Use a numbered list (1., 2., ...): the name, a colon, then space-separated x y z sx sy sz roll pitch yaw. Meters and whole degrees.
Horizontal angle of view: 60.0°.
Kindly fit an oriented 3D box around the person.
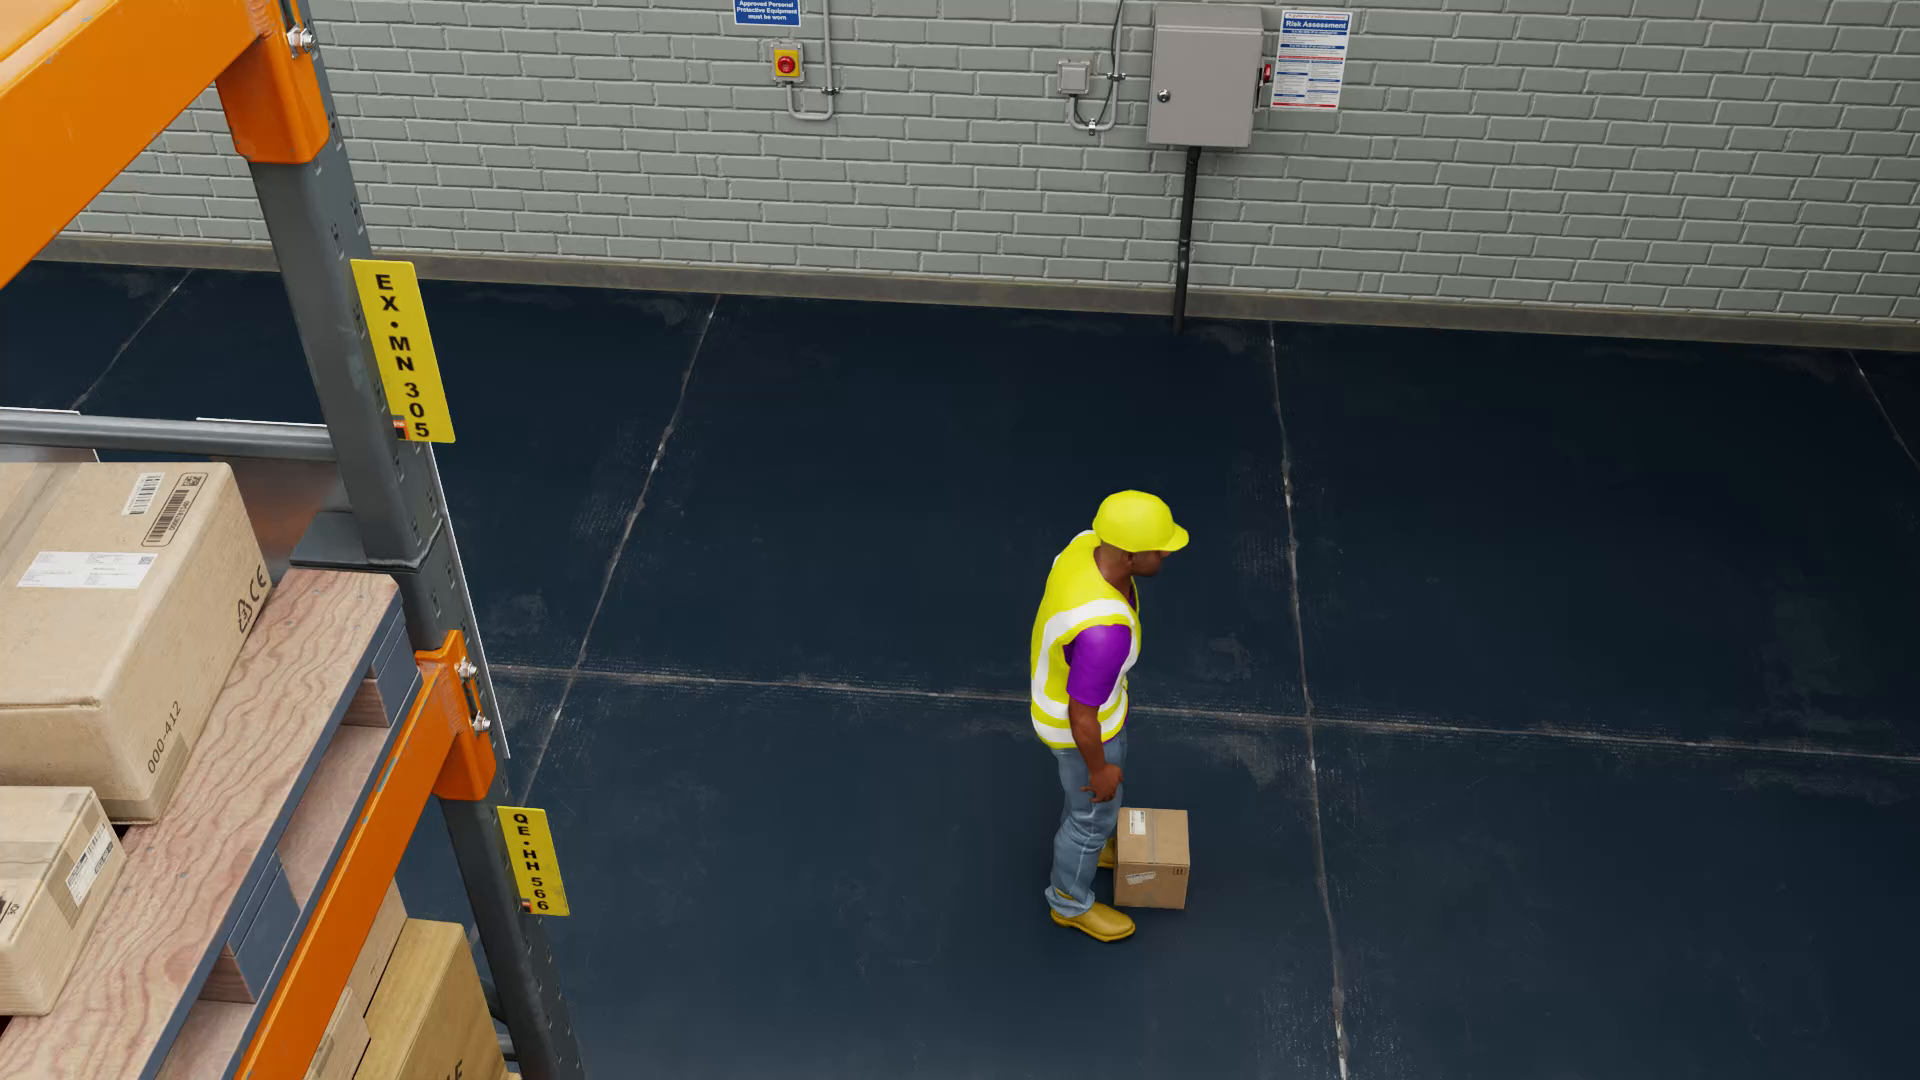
1. person: 0.458 0.556 5.477 0.461 1.757 0.628 3 40 4
